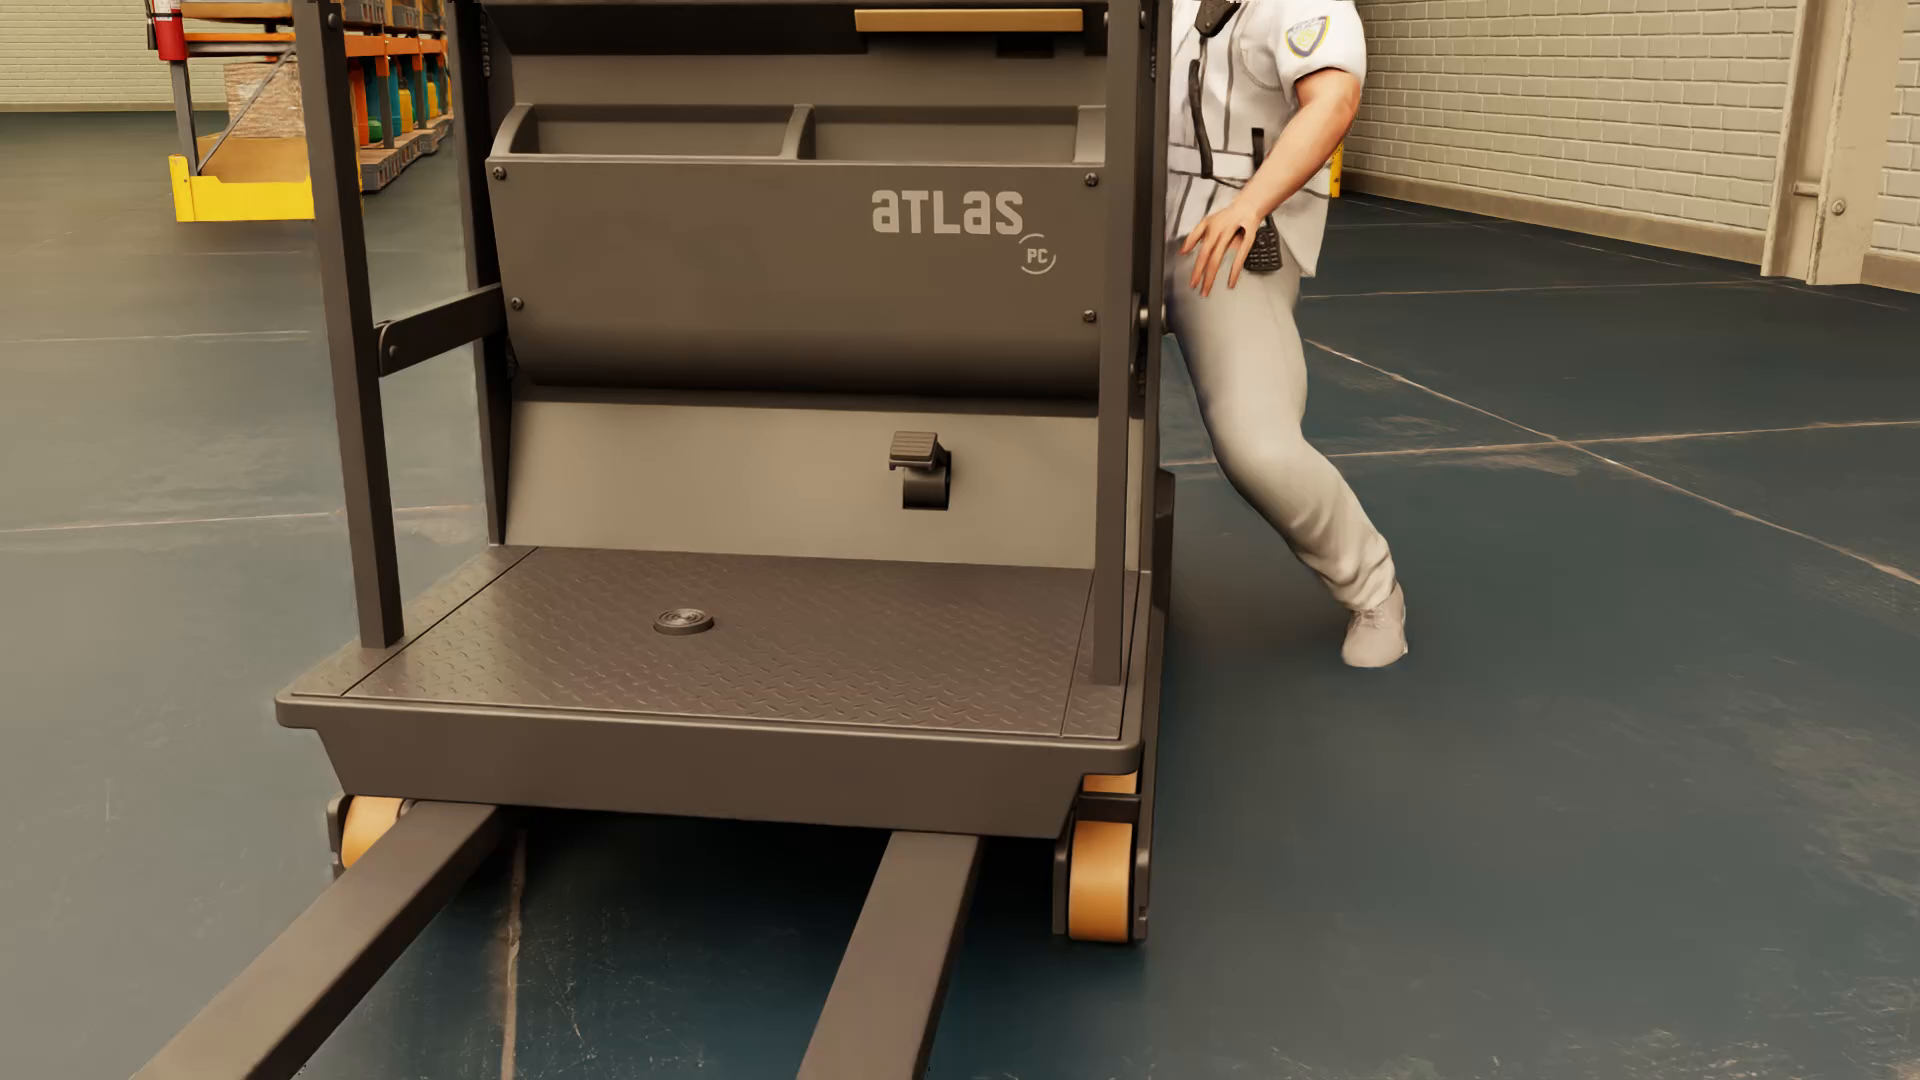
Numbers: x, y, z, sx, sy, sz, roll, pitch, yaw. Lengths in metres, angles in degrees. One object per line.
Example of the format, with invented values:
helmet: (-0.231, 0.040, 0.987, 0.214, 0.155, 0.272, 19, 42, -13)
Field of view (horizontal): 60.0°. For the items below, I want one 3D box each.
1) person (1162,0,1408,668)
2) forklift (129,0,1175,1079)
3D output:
person: (0.504, -0.601, 3.295, 0.721, 1.627, 0.972, -5, 17, -18)
forklift: (-0.264, -0.975, 2.147, 1.130, 2.935, 3.031, 2, 17, 8)
